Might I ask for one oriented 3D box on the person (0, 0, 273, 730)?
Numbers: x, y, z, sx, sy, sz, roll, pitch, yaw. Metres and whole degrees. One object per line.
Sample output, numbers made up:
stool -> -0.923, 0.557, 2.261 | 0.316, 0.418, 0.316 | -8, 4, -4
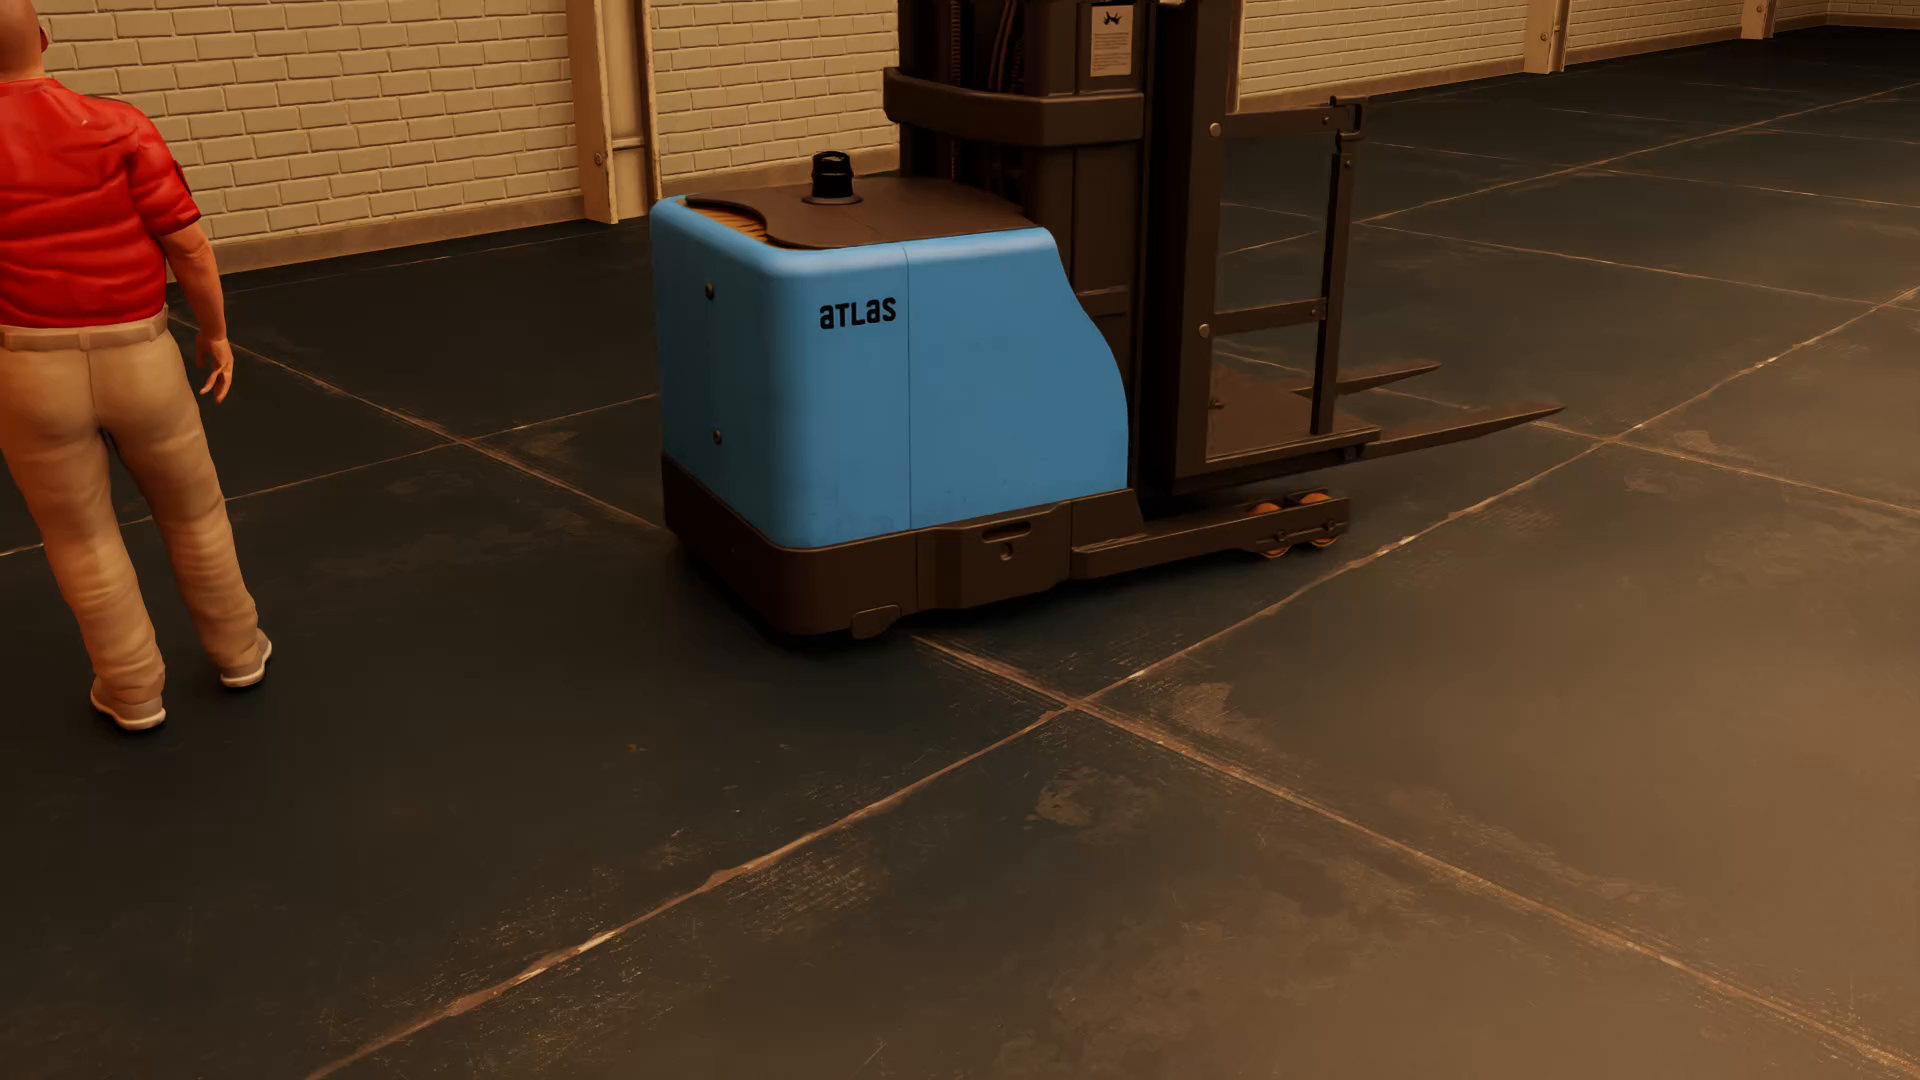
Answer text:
person -> -2.020, -0.392, 3.843 | 0.638, 1.727, 0.552 | -13, 25, -30

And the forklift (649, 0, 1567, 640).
forklift -> 0.630, -1.465, 4.942 | 3.031, 2.935, 1.130 | -11, 24, -26
